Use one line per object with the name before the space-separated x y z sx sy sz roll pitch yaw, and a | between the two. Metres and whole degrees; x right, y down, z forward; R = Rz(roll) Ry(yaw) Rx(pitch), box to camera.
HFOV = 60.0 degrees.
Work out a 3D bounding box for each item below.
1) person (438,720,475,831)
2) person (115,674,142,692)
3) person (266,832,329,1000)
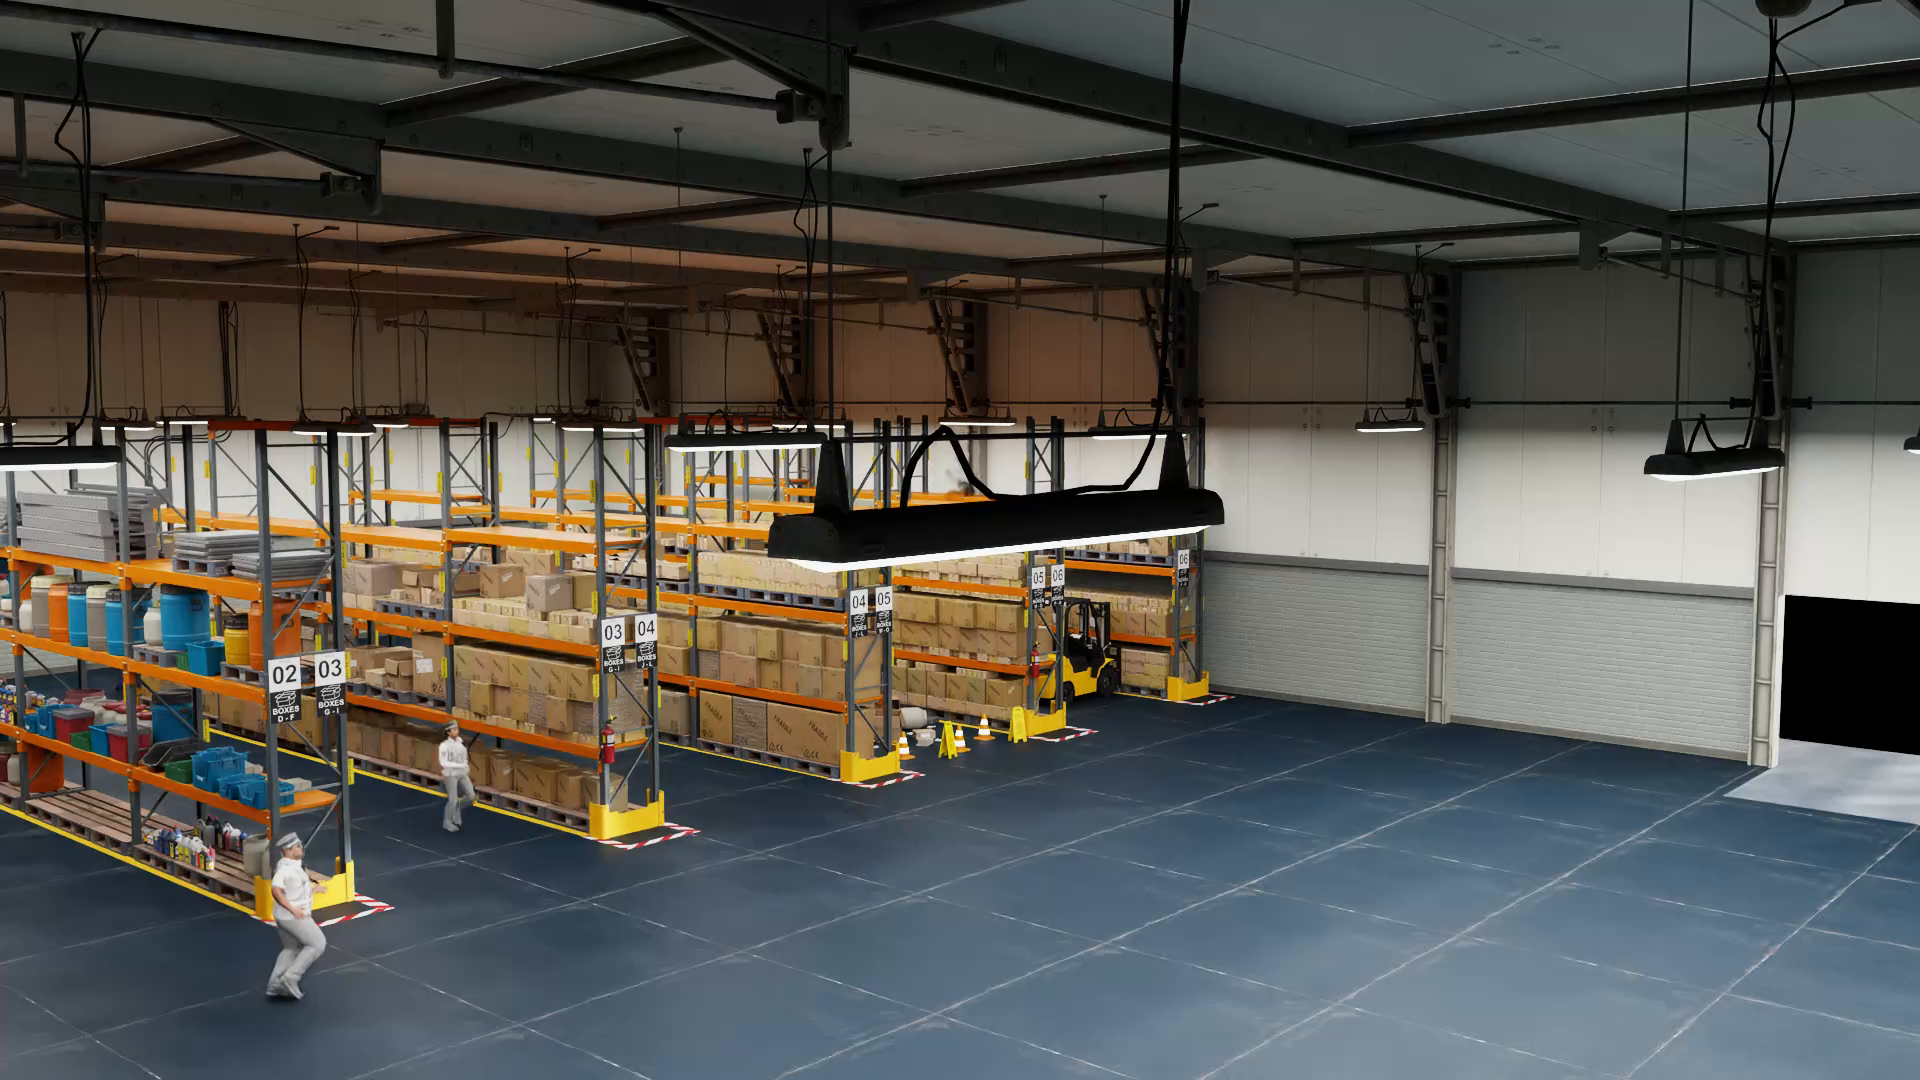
person | -7.390 3.461 24.473 0.584 1.660 0.595 3 6 31
person | -17.942 2.545 36.041 0.733 1.685 0.611 -2 5 -26
person | -7.052 3.986 17.707 0.677 1.775 0.634 -3 5 -30
